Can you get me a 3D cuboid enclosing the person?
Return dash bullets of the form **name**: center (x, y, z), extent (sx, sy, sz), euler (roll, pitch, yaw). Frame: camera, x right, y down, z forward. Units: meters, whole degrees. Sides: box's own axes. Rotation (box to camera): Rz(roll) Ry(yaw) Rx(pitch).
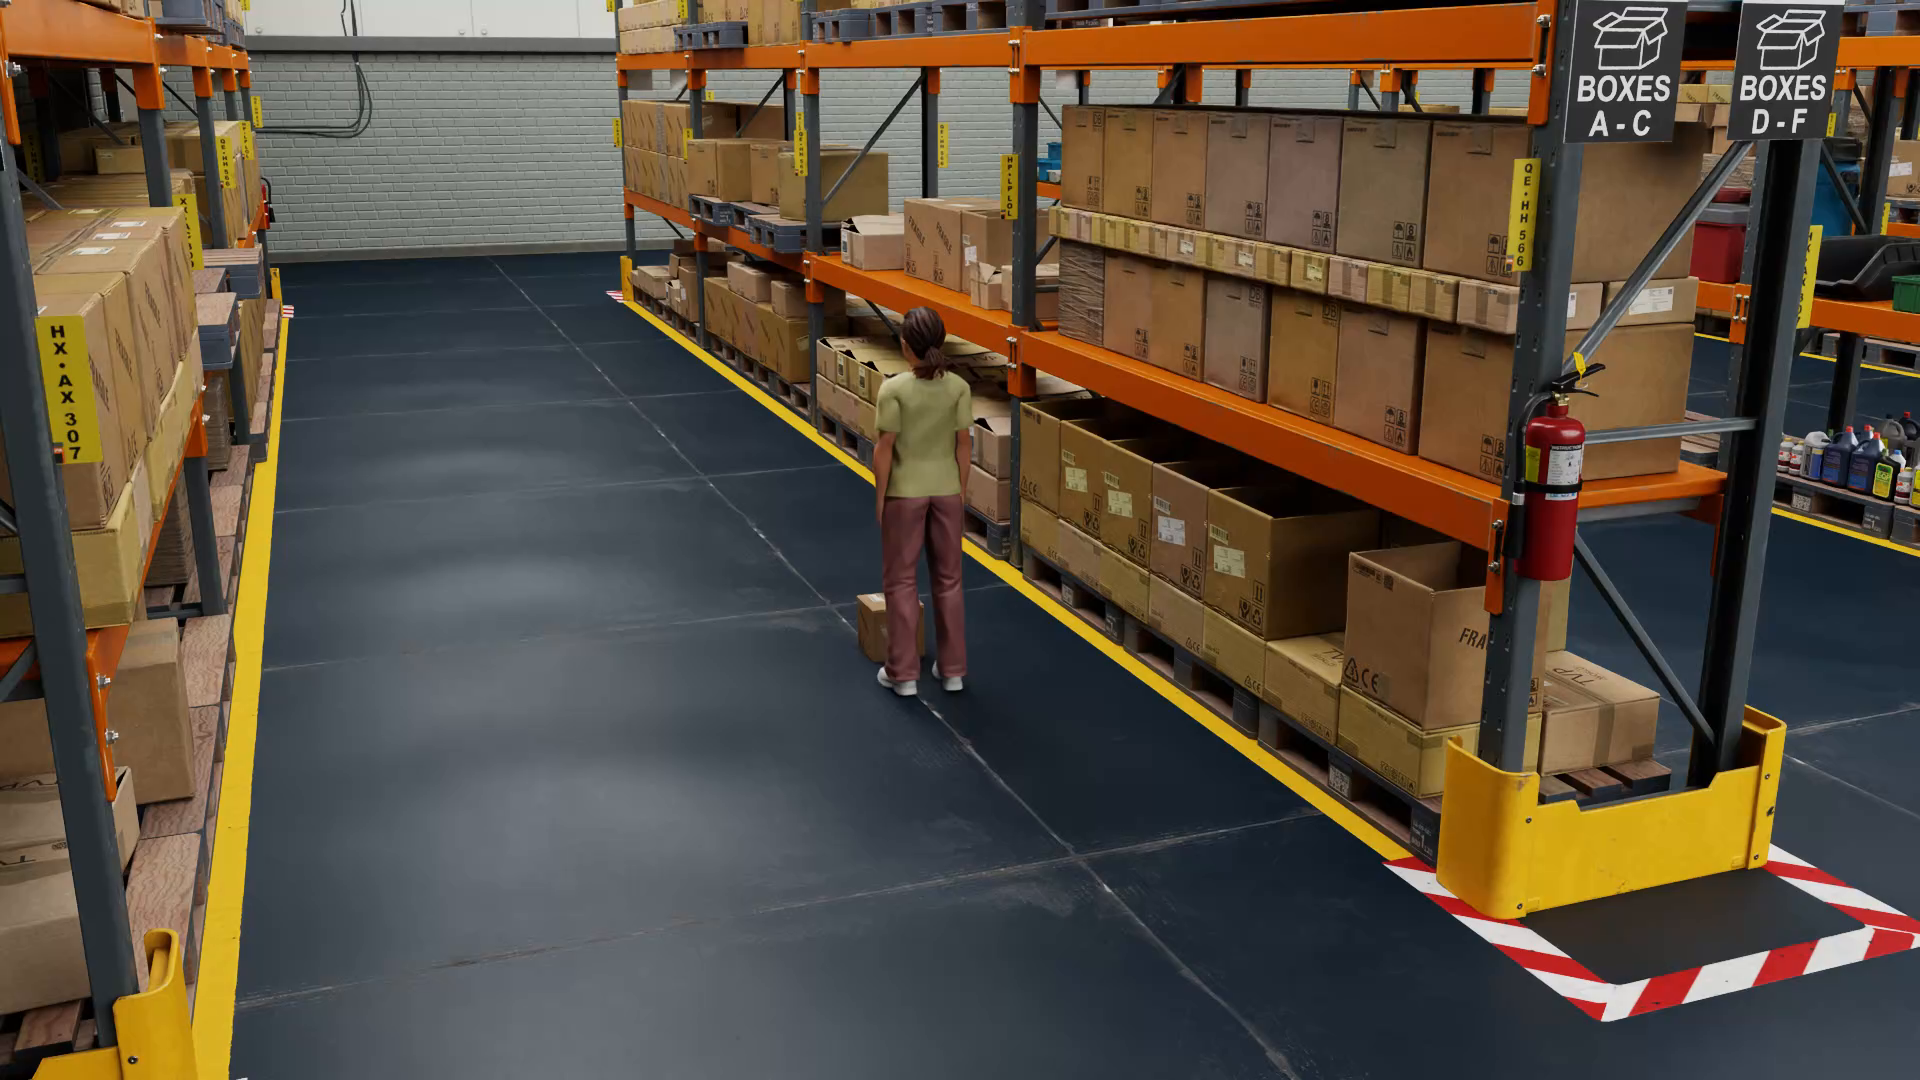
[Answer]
- **person**: center (-0.162, -0.159, 7.106), extent (0.439, 1.673, 0.359), euler (-5, 17, -18)
